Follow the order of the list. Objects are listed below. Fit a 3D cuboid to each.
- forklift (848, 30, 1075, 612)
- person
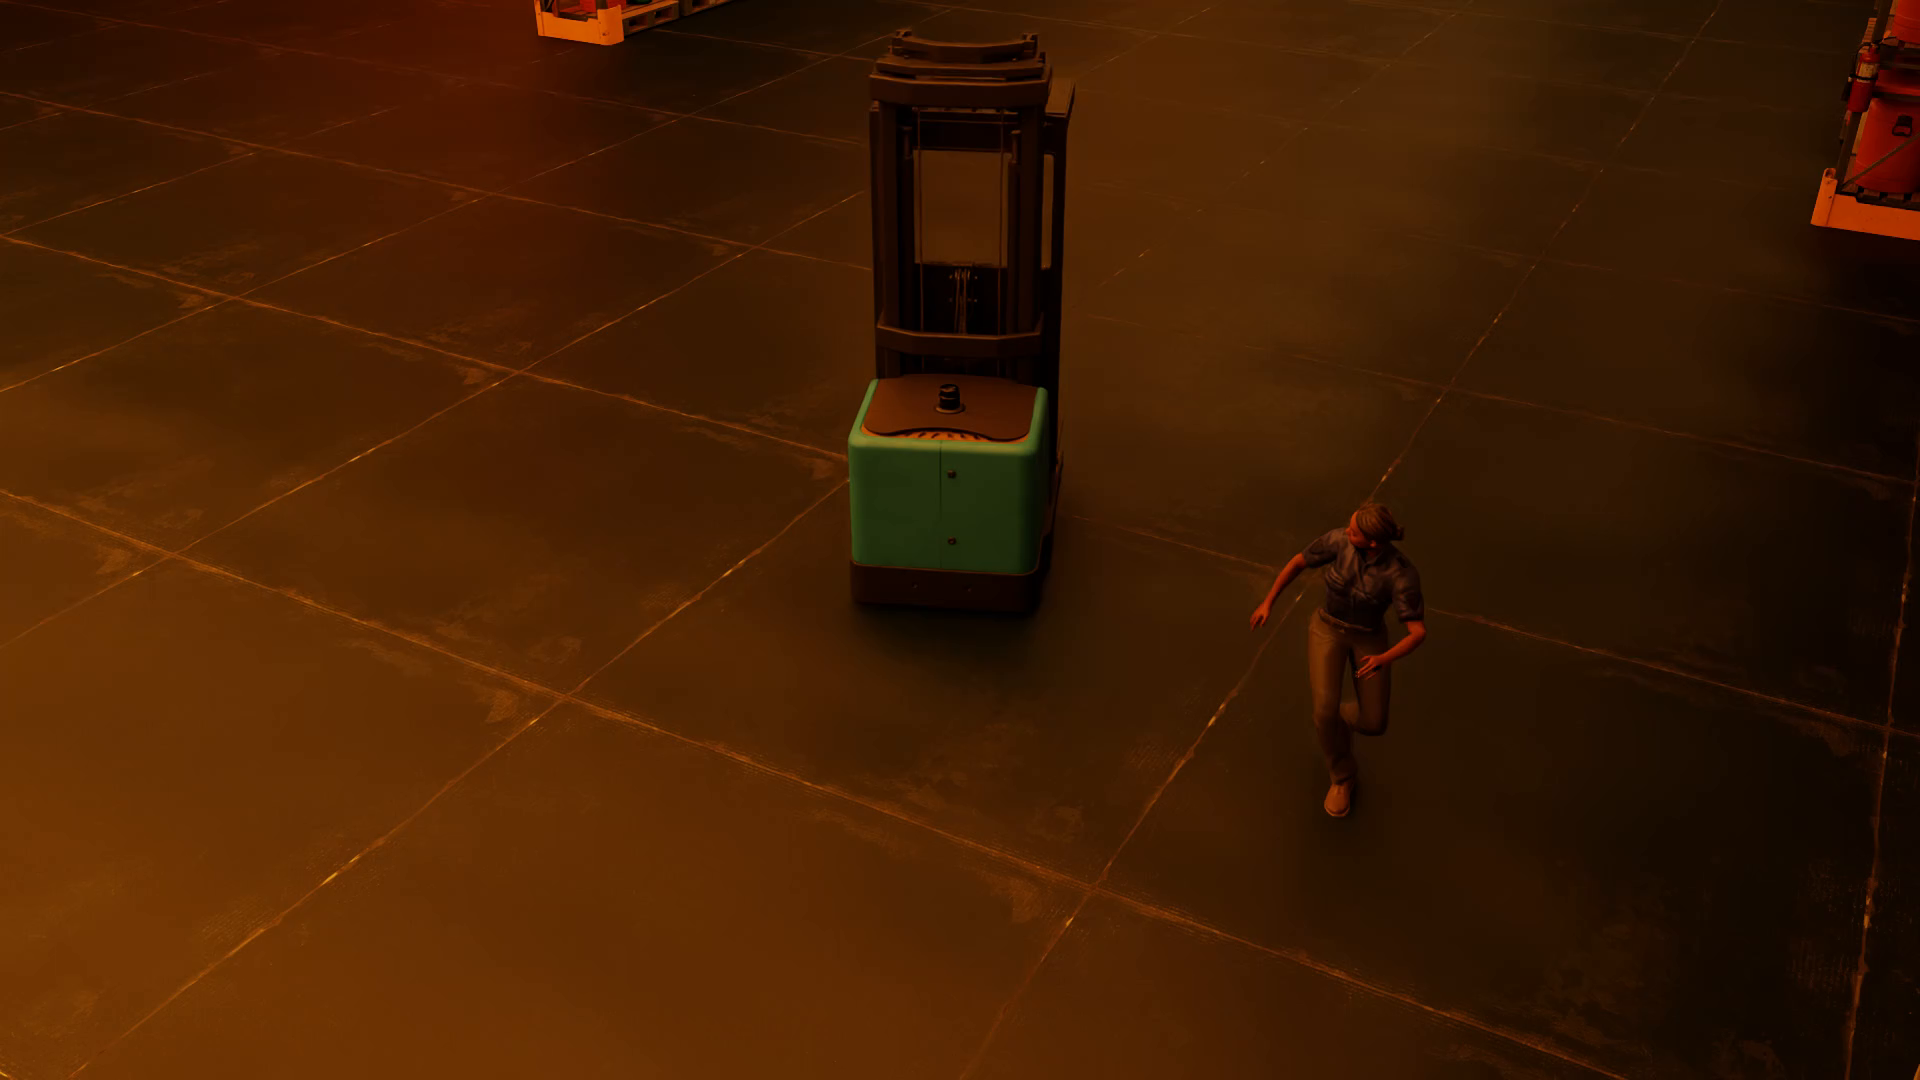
[{"bbox_3d":[0.075,-1.584,9.815,1.130,2.935,3.031,3,30,6],"label":"forklift"},{"bbox_3d":[1.710,0.496,7.632,0.799,1.530,0.820,10,31,16],"label":"person"}]
